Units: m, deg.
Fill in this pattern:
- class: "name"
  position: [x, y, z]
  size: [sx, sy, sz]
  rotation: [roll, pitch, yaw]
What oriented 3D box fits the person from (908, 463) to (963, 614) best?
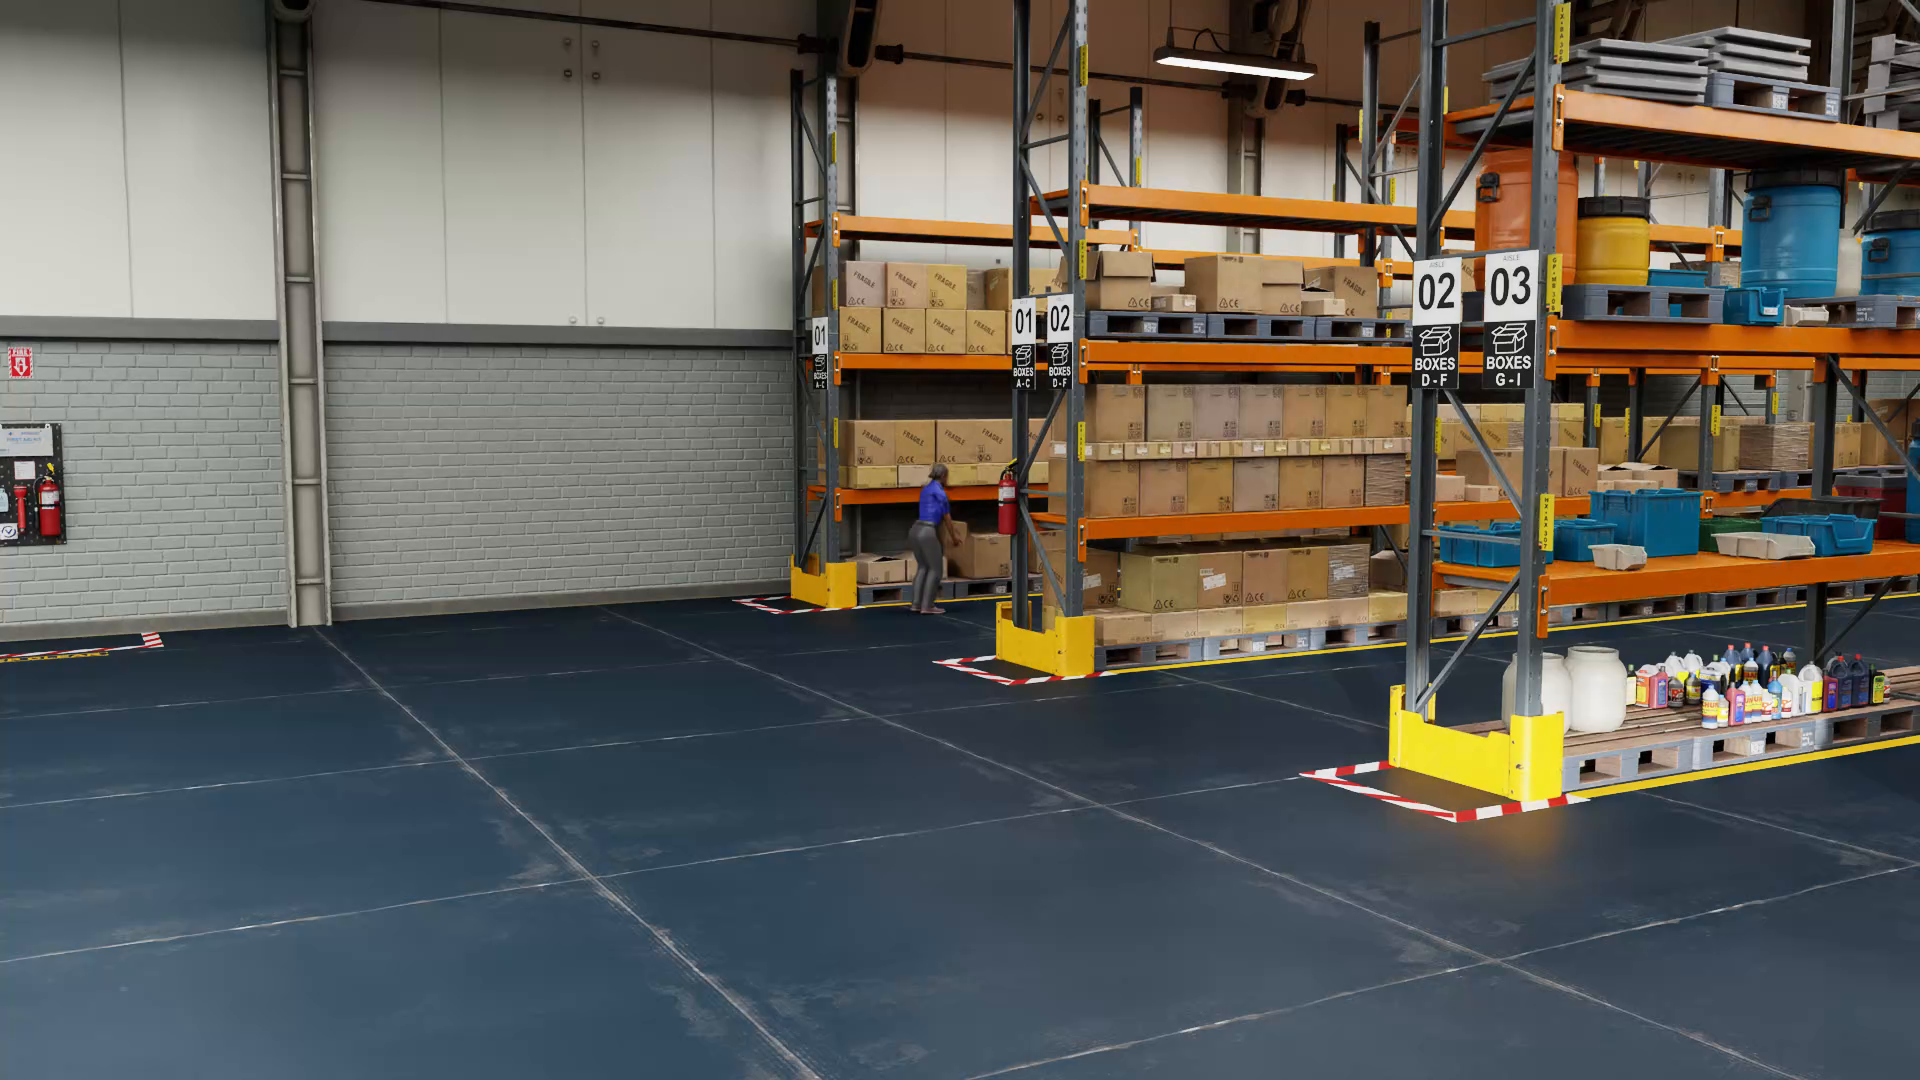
- class: "person"
  position: [-0.281, 0.027, 18.009]
  size: [0.552, 1.529, 0.412]
  rotation: [-3, 6, -30]
